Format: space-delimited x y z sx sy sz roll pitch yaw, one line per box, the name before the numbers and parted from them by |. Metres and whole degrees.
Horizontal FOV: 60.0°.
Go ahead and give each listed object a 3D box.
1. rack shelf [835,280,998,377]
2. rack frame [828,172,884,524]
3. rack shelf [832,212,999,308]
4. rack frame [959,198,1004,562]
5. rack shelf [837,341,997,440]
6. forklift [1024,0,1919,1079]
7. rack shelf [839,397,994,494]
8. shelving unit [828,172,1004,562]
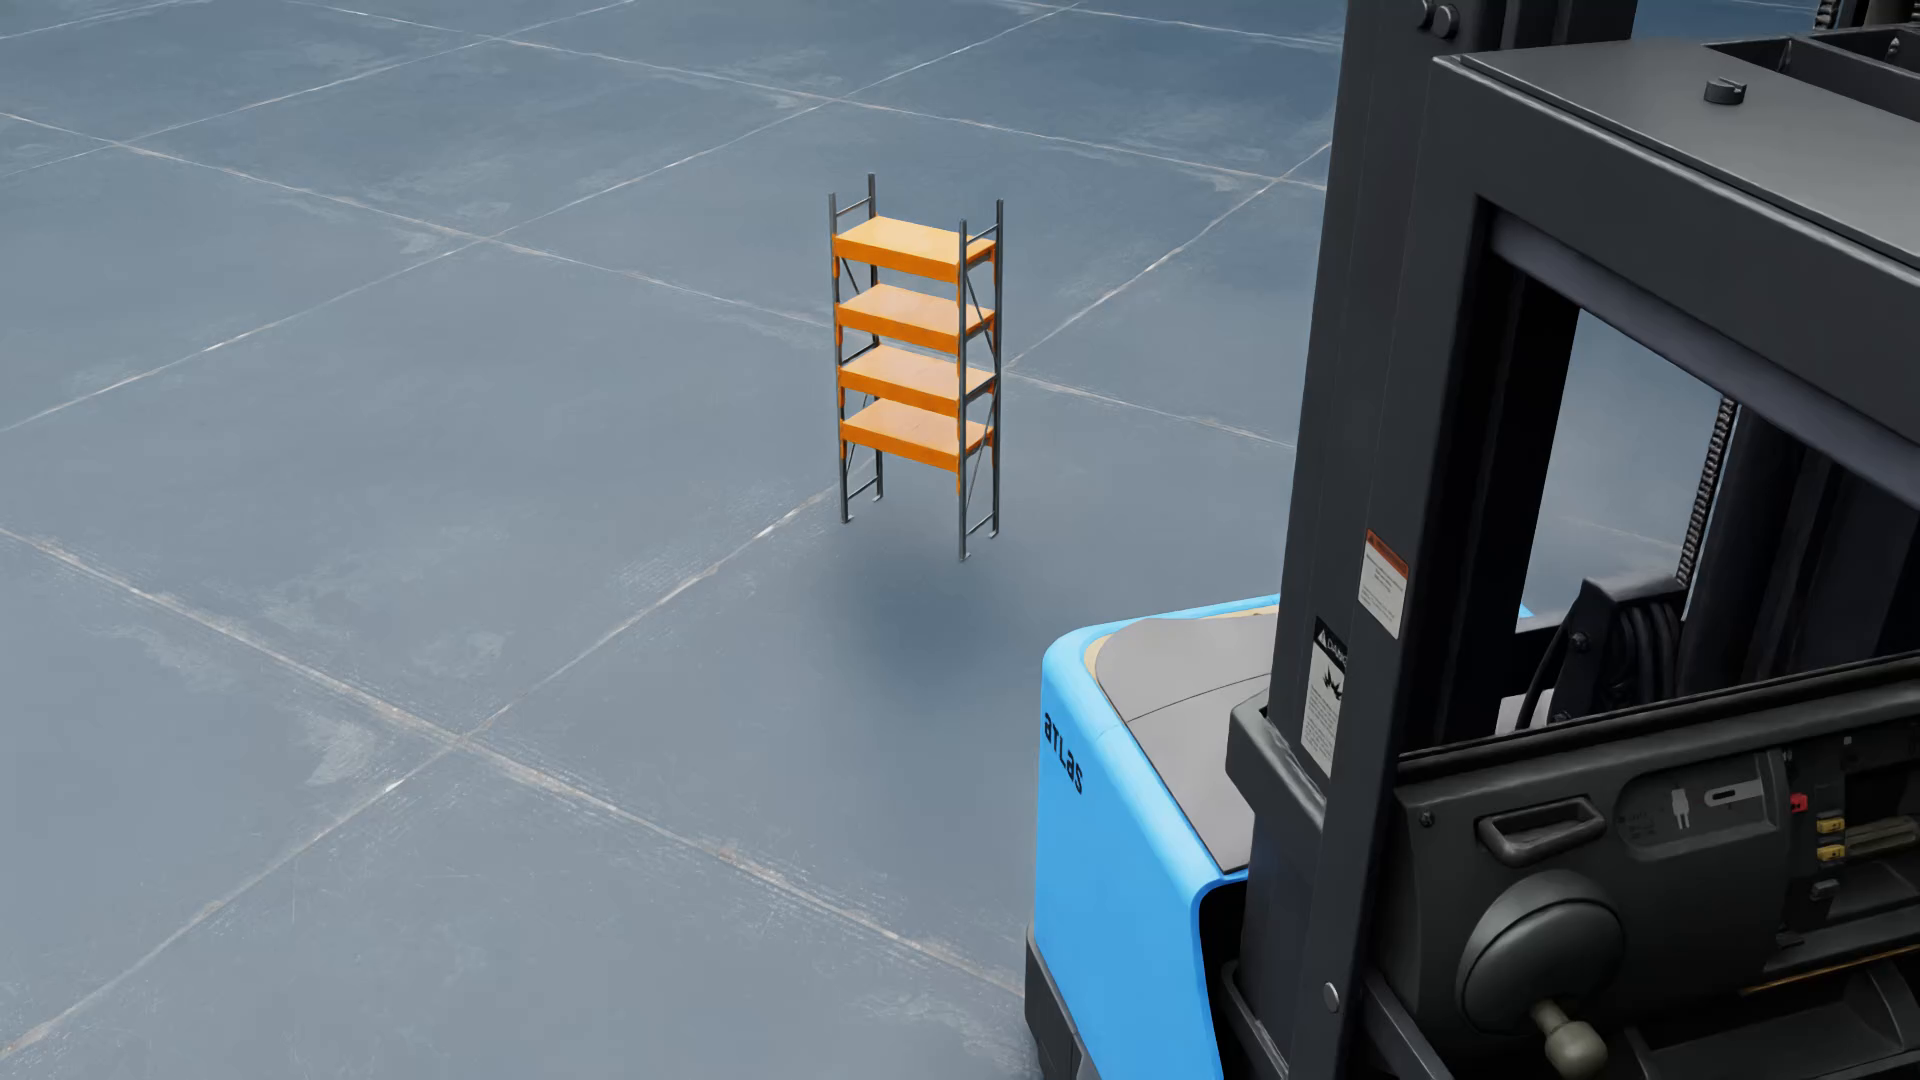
rack shelf | -0.140 -0.698 5.445 0.480 0.148 0.258 18 35 27
rack frame | -0.347 -0.628 5.636 0.015 1.200 0.240 18 35 27
rack shelf | -0.140 -0.902 5.326 0.480 0.148 0.258 18 35 27
rack frame | 0.066 -0.497 5.412 0.015 1.200 0.240 18 35 27
rack shelf | -0.140 -0.504 5.558 0.480 0.148 0.258 18 35 27
forklift | 1.066 0.483 2.014 1.130 2.935 3.031 -9 31 -15
rack shelf | -0.140 -0.333 5.658 0.480 0.148 0.258 18 35 27
shelving unit | -0.140 -0.563 5.524 0.503 1.200 0.258 18 35 27
